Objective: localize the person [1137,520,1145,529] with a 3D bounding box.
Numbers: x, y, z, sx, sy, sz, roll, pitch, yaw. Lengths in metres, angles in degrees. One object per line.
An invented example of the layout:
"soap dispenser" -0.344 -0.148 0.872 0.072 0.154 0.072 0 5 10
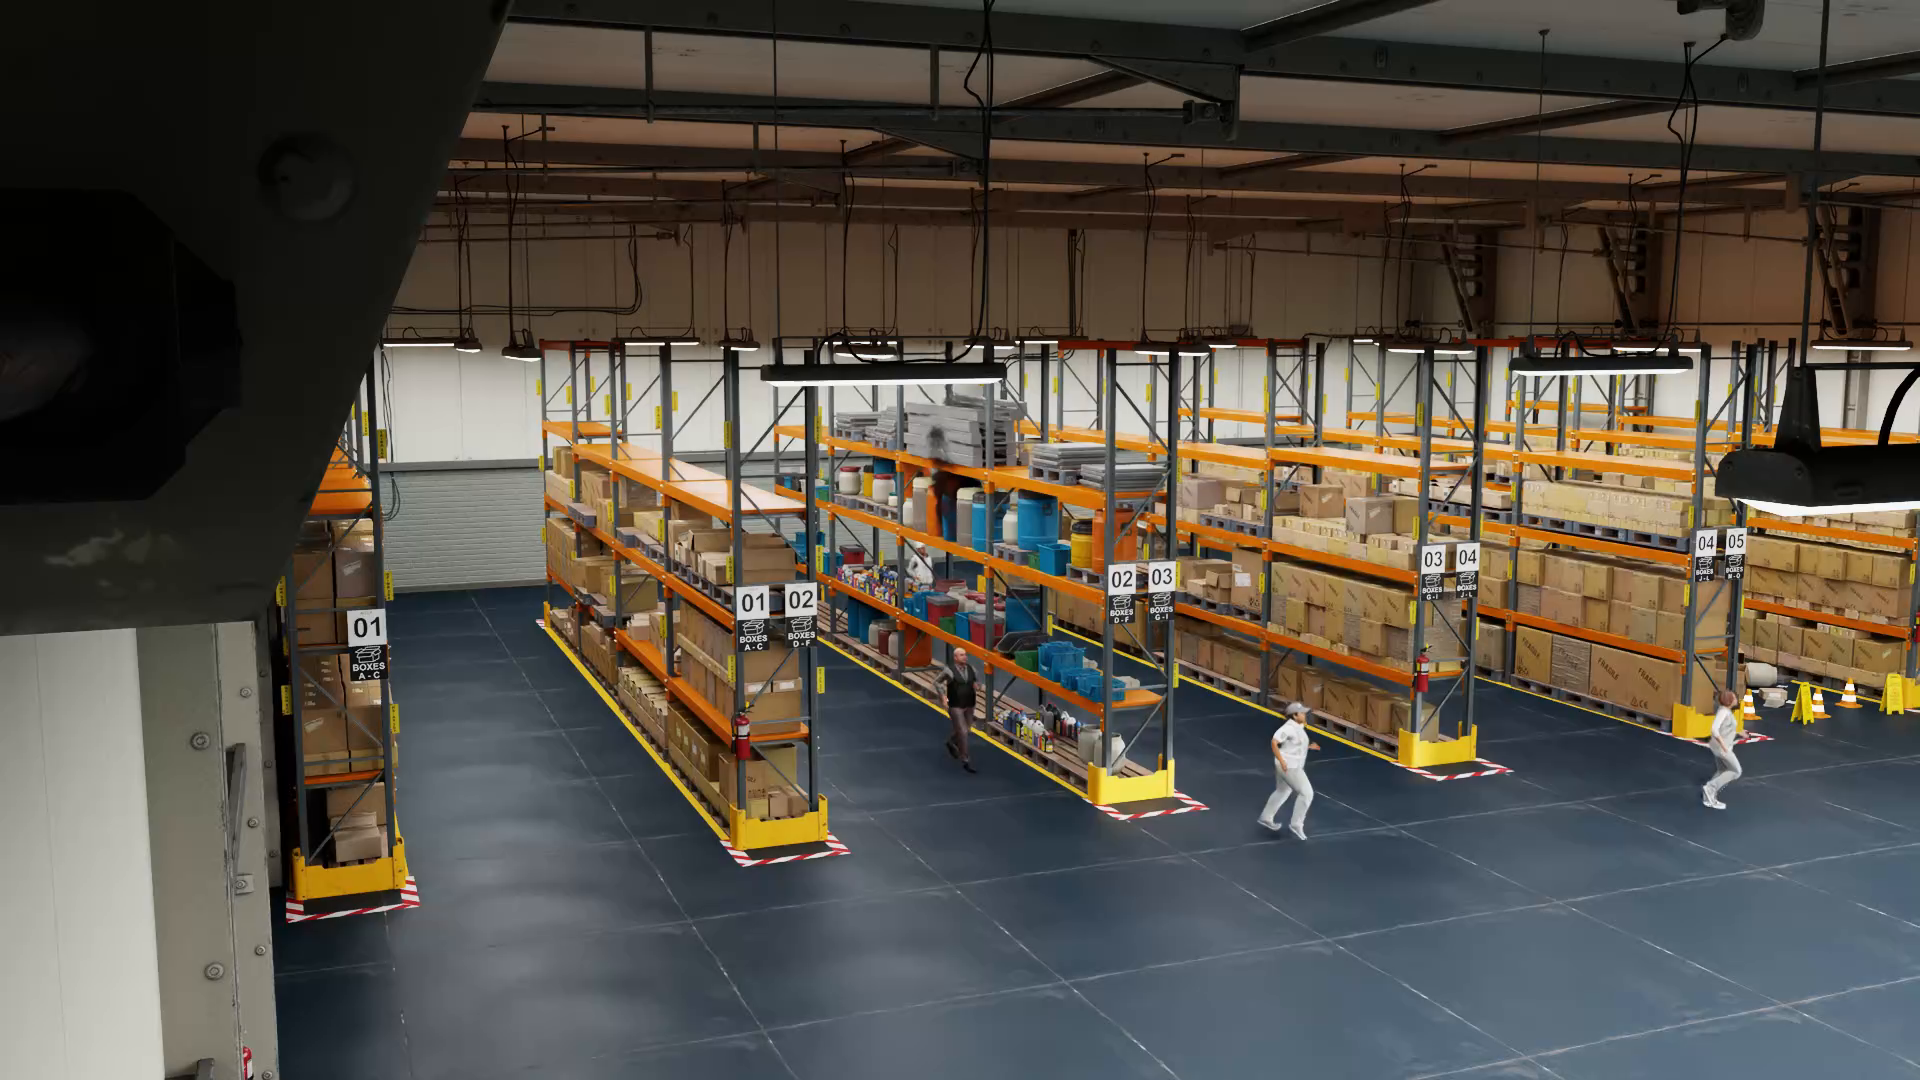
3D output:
"person" 4.108 0.192 40.735 0.932 1.678 0.556 5 9 34

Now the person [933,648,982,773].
"person" 0.013 2.383 23.693 0.656 1.705 0.969 -5 9 -33

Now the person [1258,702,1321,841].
"person" 4.084 2.847 20.623 0.746 1.719 0.595 2 8 12

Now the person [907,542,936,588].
"person" -0.809 0.892 35.302 0.672 1.747 0.741 -5 9 -33

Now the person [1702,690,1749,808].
"person" 10.033 2.781 21.770 0.540 1.479 0.521 2 8 18
